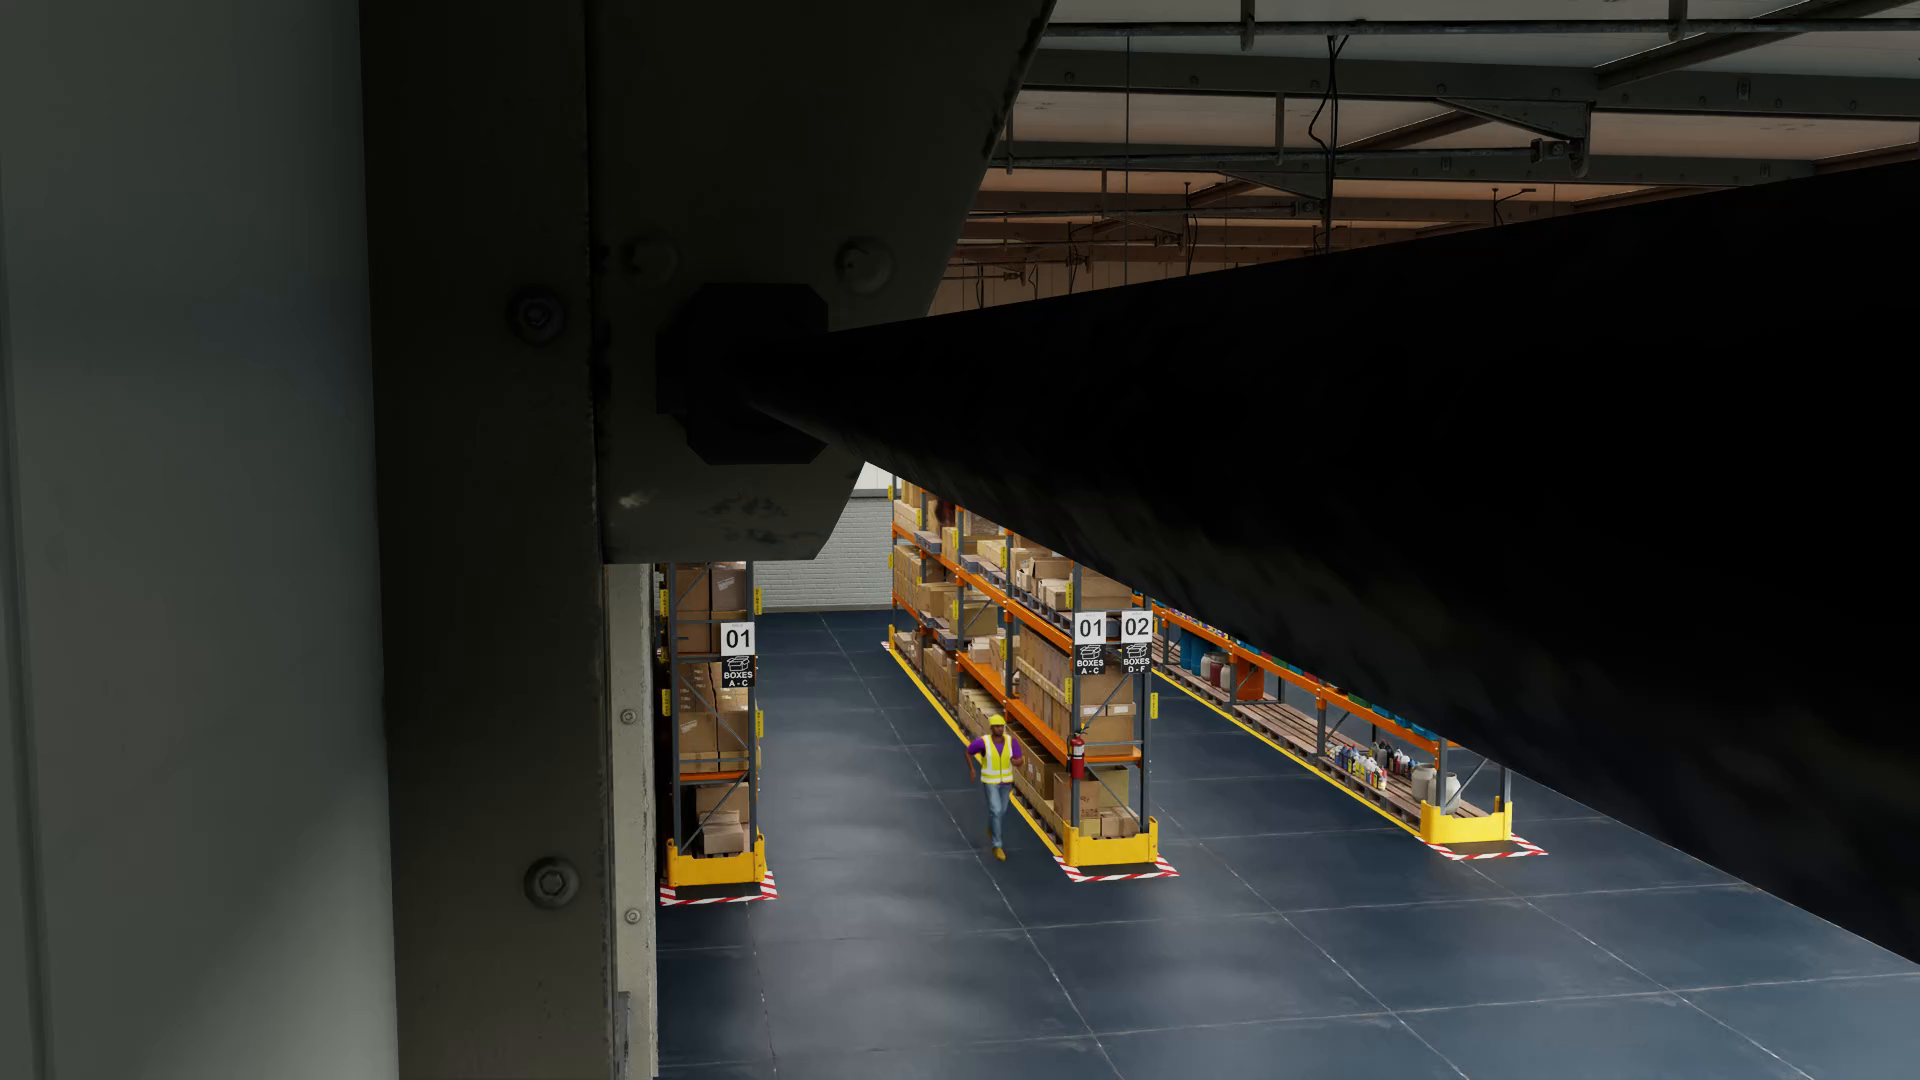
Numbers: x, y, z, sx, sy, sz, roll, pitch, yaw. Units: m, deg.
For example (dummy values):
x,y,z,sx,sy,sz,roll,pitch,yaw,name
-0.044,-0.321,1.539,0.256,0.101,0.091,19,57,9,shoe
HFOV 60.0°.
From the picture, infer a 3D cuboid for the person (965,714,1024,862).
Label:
x,y,z,sx,sy,sz,roll,pitch,yaw,name
0.476,3.129,21.354,0.682,1.803,0.879,-2,7,-22,person
